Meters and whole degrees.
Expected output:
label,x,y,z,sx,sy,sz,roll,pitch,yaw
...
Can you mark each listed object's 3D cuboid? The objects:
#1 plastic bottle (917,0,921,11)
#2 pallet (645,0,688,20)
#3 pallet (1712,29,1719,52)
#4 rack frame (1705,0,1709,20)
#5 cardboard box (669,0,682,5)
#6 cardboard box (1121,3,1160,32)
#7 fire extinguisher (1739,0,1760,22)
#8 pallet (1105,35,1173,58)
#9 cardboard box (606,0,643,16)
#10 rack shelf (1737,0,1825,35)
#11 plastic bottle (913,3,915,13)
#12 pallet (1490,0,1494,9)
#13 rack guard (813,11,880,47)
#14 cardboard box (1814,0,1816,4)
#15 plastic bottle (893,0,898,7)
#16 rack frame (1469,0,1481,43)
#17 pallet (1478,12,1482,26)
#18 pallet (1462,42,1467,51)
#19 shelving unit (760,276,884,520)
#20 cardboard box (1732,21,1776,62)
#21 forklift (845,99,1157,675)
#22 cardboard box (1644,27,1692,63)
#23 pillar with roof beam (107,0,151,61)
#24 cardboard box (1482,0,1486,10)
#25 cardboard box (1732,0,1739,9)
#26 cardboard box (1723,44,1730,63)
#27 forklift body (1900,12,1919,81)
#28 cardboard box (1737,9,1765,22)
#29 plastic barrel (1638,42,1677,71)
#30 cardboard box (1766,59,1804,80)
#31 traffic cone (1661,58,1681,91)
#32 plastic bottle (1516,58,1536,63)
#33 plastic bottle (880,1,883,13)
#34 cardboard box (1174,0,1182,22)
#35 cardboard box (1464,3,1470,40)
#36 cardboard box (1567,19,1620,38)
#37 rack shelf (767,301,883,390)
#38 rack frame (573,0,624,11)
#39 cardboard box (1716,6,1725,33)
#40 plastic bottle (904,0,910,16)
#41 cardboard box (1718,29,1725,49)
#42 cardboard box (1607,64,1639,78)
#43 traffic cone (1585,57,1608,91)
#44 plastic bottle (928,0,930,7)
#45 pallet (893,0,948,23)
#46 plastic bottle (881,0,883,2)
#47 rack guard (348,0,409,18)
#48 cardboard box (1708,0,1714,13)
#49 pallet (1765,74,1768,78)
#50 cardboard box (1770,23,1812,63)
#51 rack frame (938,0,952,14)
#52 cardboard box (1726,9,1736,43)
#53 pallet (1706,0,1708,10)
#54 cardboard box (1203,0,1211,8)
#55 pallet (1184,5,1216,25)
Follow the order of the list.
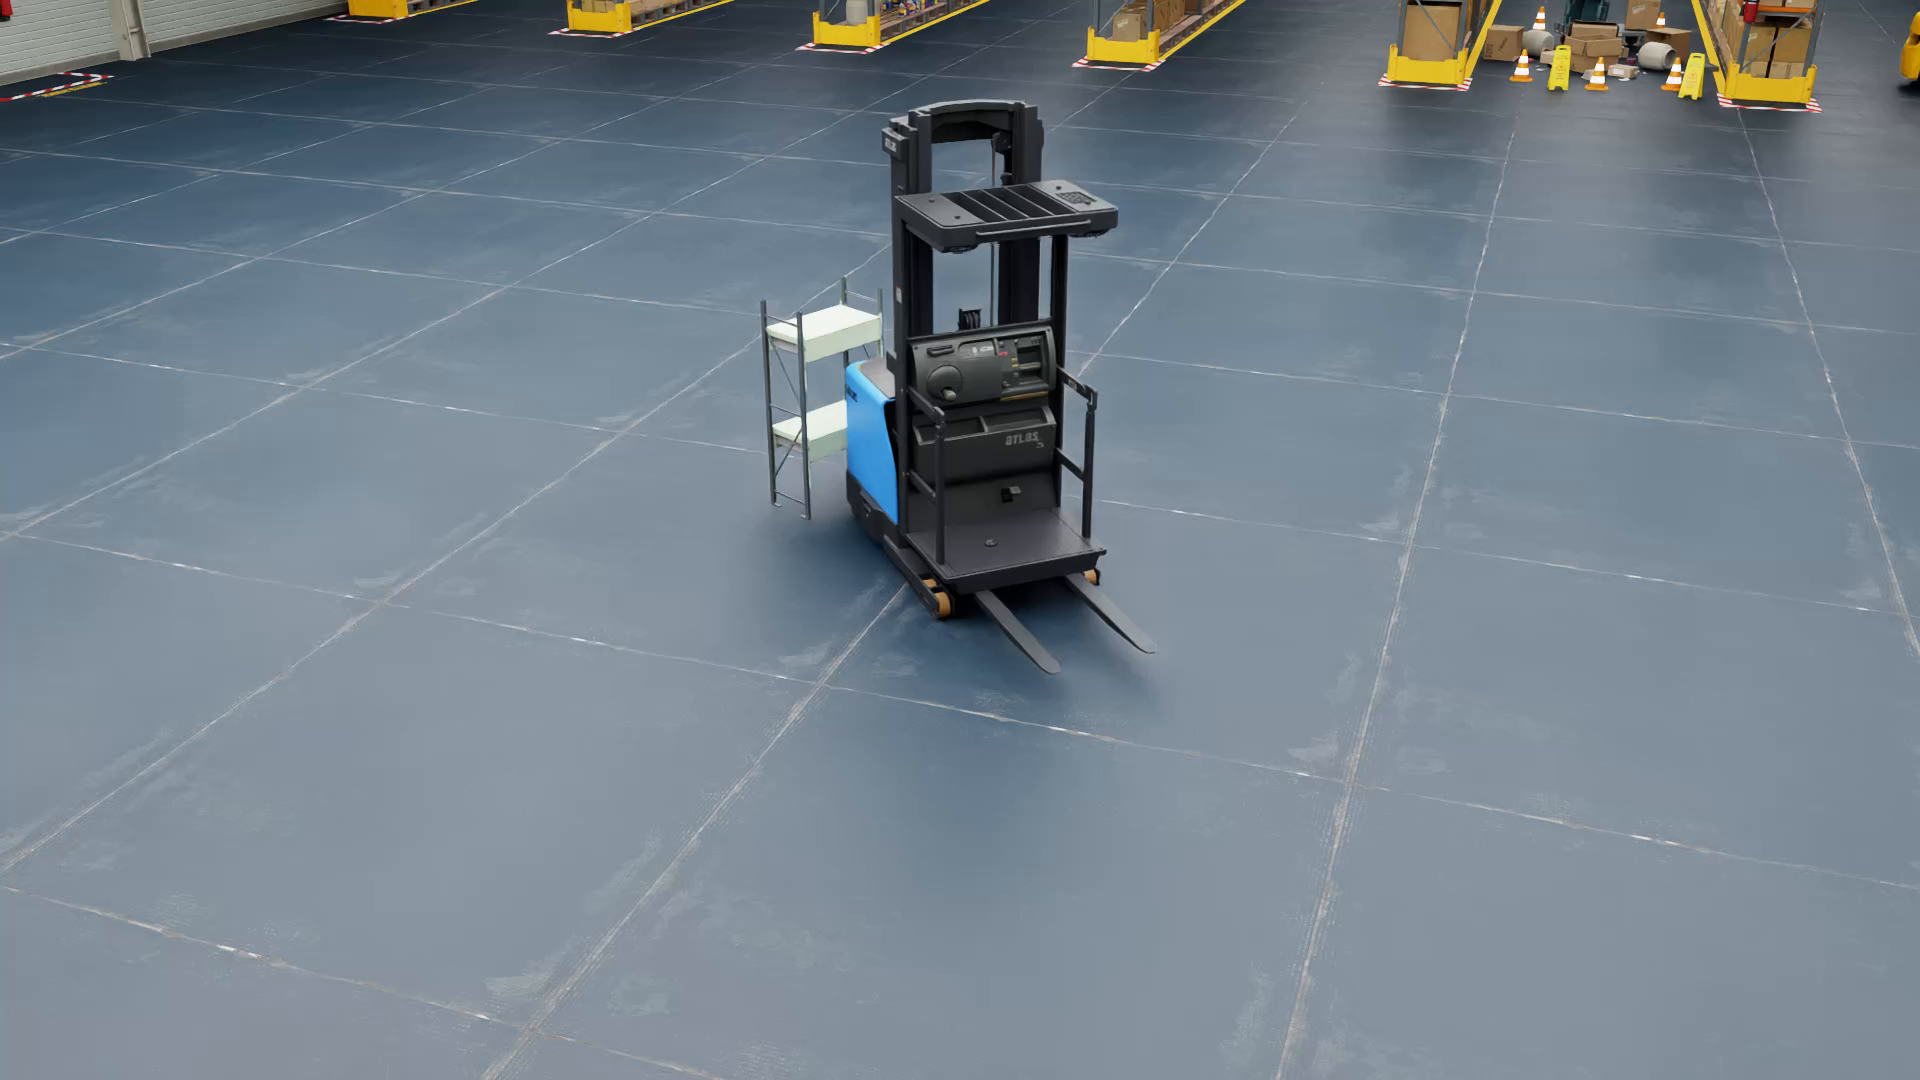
label,x,y,z,sx,sy,sz,roll,pitch,yaw
plastic bottle,-0.813,-10.115,31.320,0.152,0.276,0.135,9,27,18
pallet,-6.020,-10.368,32.422,1.003,0.211,1.213,9,27,17
pallet,13.632,-8.637,28.846,1.003,0.211,1.213,9,27,17
rack frame,14.706,-11.216,30.972,1.000,3.000,0.127,9,27,17
cardboard box,-5.753,-10.559,32.289,0.500,0.250,0.500,9,27,17
cardboard box,3.088,-8.934,28.646,0.500,0.500,0.500,17,30,31
fire extinguisher,11.571,-7.913,24.240,0.296,0.674,0.183,9,27,17
pallet,3.027,-8.470,28.501,1.003,0.211,1.213,9,27,17
cardboard box,-6.254,-9.943,31.017,0.500,0.250,0.500,9,27,17
rack shelf,12.709,-8.426,26.036,1.077,0.370,4.000,9,27,17
plastic bottle,-0.895,-9.944,31.053,0.097,0.201,0.097,0,26,0
pallet,10.265,-10.958,33.639,1.003,0.211,1.213,9,27,17
rack guard,-1.992,-8.996,29.257,1.175,0.500,0.348,9,27,17
cardboard box,12.587,-8.128,24.882,0.380,0.149,0.250,8,27,16
plastic bottle,-1.236,-10.348,31.807,0.097,0.271,0.097,0,26,0
rack frame,8.673,-10.248,28.974,1.000,3.000,0.127,9,27,17
pallet,9.263,-9.824,31.298,1.003,0.211,1.213,9,27,17
pallet,7.942,-8.189,27.921,1.003,0.211,1.213,9,27,17
shelving unit,-0.934,-0.991,11.575,0.431,1.500,0.755,23,34,38
cardboard box,12.064,-7.584,25.284,0.500,0.500,0.500,9,27,18
forklift,0.235,-1.042,10.040,1.130,2.935,3.031,-10,28,-20
cardboard box,11.735,-8.205,27.619,0.500,0.500,0.500,-14,29,-27
pillar with roof beam,-9.835,-11.543,24.765,9.100,9.000,0.400,9,27,17
cardboard box,9.429,-10.471,31.535,1.050,0.750,0.750,9,27,18
cardboard box,12.569,-8.584,26.606,0.380,0.149,0.250,10,28,20
cardboard box,12.407,-7.678,26.339,0.500,0.250,0.500,8,27,16
forklift body,15.636,-7.871,25.039,2.313,2.155,1.214,9,27,17
cardboard box,12.123,-8.036,25.475,0.380,0.149,0.250,10,27,19
plastic barrel,11.303,-7.837,26.950,0.421,0.421,0.512,-14,29,-27
cardboard box,12.573,-7.171,25.292,0.500,0.250,0.500,9,27,17
traffic cone,10.970,-7.150,25.486,0.336,0.463,0.334,9,27,17
plastic bottle,9.416,-7.979,27.660,0.283,0.061,0.133,0,26,-1
plastic bottle,-1.495,-9.986,31.140,0.097,0.201,0.097,0,26,0
cardboard box,3.675,-9.678,30.182,0.500,0.500,0.500,19,32,34
cardboard box,8.101,-8.861,28.066,0.875,0.875,0.875,9,27,18
cardboard box,10.544,-8.340,27.742,0.797,0.637,0.503,9,27,17
rack shelf,-0.934,-1.342,11.405,0.431,0.370,0.720,23,34,38
rack frame,-6.642,-10.803,30.120,1.000,3.000,0.127,9,27,17
cardboard box,13.783,-9.090,29.115,0.950,0.372,0.625,11,28,21
plastic bottle,-0.983,-9.849,30.762,0.061,0.283,0.133,9,27,18
cardboard box,12.923,-8.320,27.665,0.500,0.250,0.500,7,27,15
cardboard box,10.574,-7.476,26.520,0.250,0.149,0.380,-20,33,-36
traffic cone,9.810,-7.171,25.530,0.336,0.463,0.334,9,27,17
plastic bottle,-0.648,-10.348,31.714,0.144,0.351,0.185,7,27,15
pallet,-0.904,-10.202,32.079,1.003,0.211,1.213,9,27,17
plastic bottle,-1.506,-10.209,31.428,0.144,0.351,0.185,9,27,17
rack guard,-11.290,-10.426,32.210,1.175,0.500,0.348,9,27,17
cardboard box,14.508,-9.991,30.977,0.950,0.372,0.625,7,27,14
pallet,12.372,-7.033,25.533,1.003,0.211,1.213,9,27,17
cardboard box,12.580,-7.518,25.148,0.500,0.500,0.500,8,27,16
rack frame,-0.641,-11.727,32.029,1.000,3.000,0.127,9,27,17
cardboard box,12.582,-8.223,26.604,0.500,0.500,0.500,10,28,20
pallet,15.039,-10.274,32.226,1.003,0.211,1.213,9,27,17
cardboard box,4.430,-10.524,31.908,0.700,0.500,0.500,9,27,17
pallet,4.287,-10.074,31.814,1.003,0.211,1.213,9,27,17
